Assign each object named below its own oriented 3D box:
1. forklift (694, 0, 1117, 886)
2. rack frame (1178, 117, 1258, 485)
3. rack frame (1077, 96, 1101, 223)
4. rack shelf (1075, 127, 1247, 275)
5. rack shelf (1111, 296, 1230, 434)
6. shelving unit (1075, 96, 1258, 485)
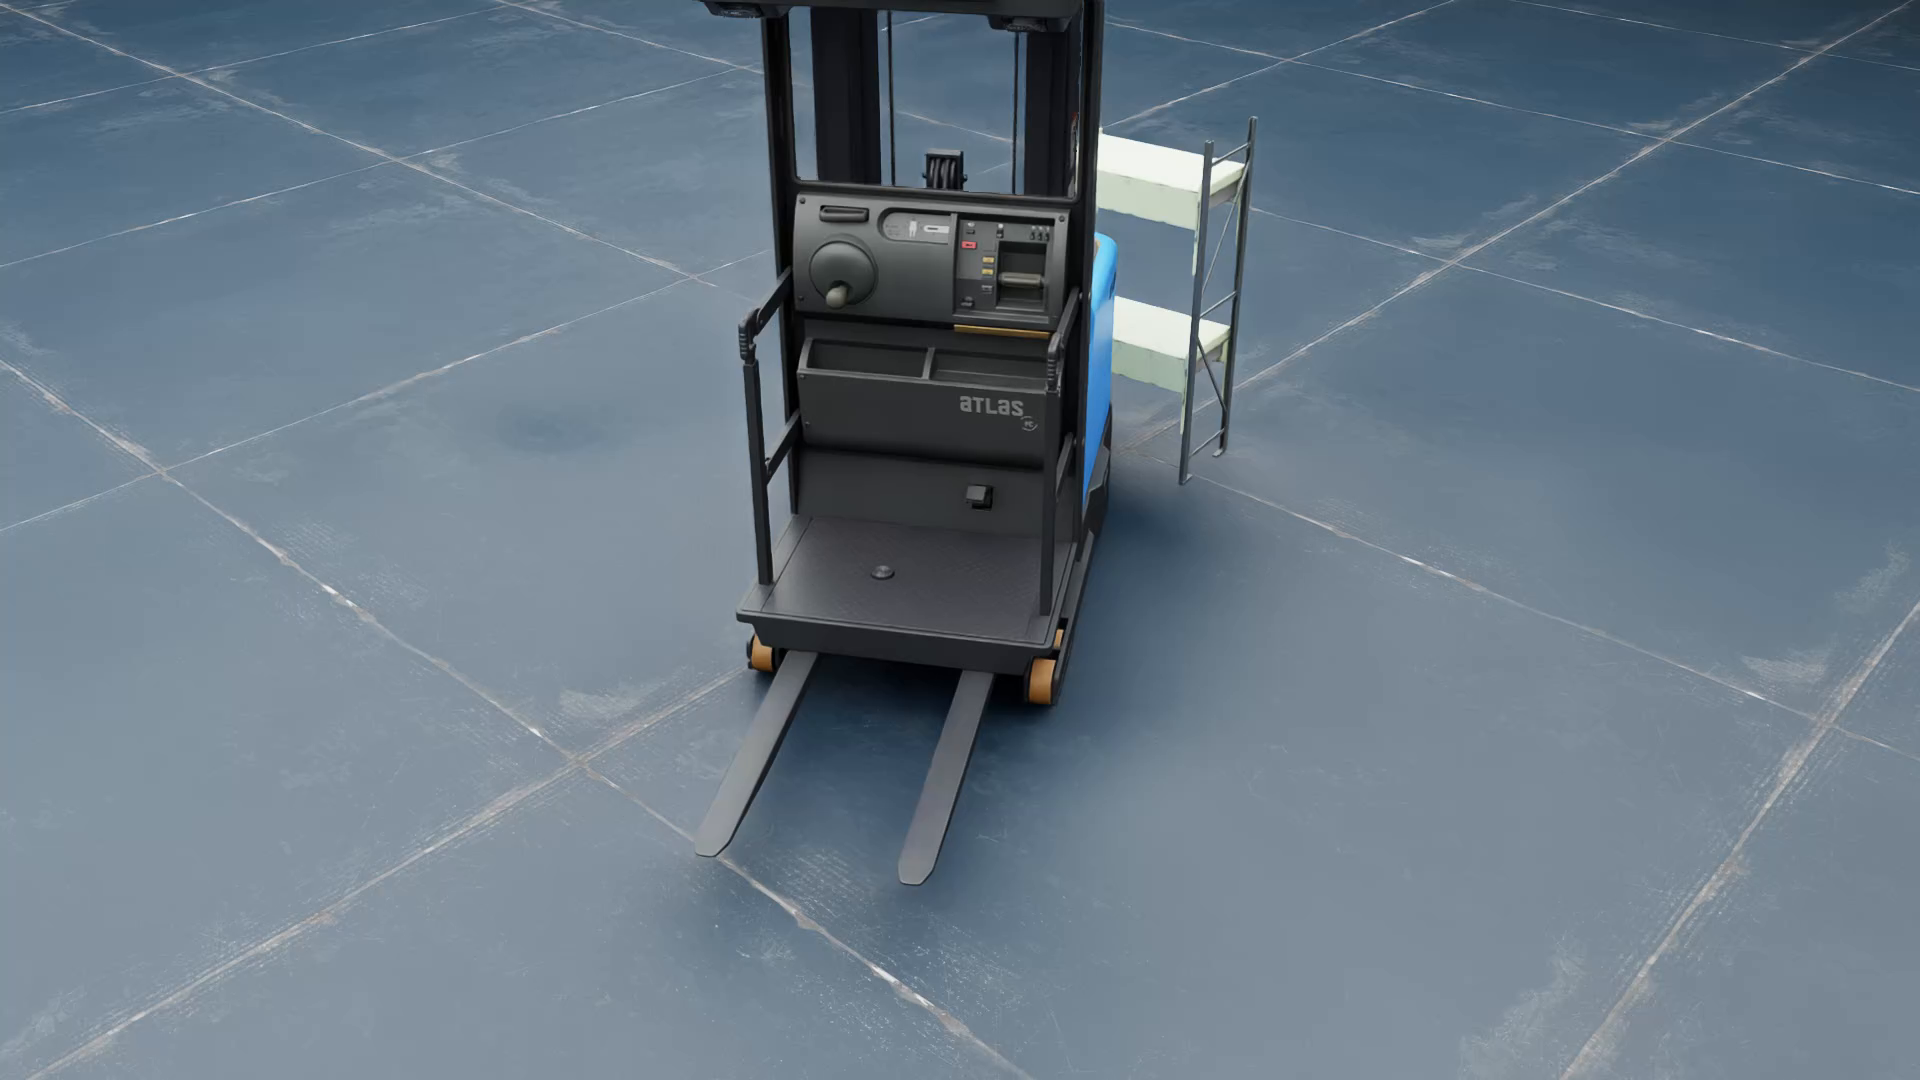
[{"bbox_3d":[-0.143,-0.888,5.384,1.130,2.935,3.031,6,32,10],"label":"forklift"},{"bbox_3d":[1.065,-0.967,6.901,0.023,1.500,0.400,20,37,30],"label":"rack frame"},{"bbox_3d":[0.472,-1.188,7.267,0.023,1.500,0.400,20,37,30],"label":"rack frame"},{"bbox_3d":[0.768,-1.411,6.882,0.720,0.370,0.431,20,37,30],"label":"rack shelf"},{"bbox_3d":[0.769,-0.799,7.253,0.720,0.370,0.431,20,37,30],"label":"rack shelf"},{"bbox_3d":[0.768,-1.078,7.084,0.755,1.500,0.431,20,37,30],"label":"shelving unit"}]
